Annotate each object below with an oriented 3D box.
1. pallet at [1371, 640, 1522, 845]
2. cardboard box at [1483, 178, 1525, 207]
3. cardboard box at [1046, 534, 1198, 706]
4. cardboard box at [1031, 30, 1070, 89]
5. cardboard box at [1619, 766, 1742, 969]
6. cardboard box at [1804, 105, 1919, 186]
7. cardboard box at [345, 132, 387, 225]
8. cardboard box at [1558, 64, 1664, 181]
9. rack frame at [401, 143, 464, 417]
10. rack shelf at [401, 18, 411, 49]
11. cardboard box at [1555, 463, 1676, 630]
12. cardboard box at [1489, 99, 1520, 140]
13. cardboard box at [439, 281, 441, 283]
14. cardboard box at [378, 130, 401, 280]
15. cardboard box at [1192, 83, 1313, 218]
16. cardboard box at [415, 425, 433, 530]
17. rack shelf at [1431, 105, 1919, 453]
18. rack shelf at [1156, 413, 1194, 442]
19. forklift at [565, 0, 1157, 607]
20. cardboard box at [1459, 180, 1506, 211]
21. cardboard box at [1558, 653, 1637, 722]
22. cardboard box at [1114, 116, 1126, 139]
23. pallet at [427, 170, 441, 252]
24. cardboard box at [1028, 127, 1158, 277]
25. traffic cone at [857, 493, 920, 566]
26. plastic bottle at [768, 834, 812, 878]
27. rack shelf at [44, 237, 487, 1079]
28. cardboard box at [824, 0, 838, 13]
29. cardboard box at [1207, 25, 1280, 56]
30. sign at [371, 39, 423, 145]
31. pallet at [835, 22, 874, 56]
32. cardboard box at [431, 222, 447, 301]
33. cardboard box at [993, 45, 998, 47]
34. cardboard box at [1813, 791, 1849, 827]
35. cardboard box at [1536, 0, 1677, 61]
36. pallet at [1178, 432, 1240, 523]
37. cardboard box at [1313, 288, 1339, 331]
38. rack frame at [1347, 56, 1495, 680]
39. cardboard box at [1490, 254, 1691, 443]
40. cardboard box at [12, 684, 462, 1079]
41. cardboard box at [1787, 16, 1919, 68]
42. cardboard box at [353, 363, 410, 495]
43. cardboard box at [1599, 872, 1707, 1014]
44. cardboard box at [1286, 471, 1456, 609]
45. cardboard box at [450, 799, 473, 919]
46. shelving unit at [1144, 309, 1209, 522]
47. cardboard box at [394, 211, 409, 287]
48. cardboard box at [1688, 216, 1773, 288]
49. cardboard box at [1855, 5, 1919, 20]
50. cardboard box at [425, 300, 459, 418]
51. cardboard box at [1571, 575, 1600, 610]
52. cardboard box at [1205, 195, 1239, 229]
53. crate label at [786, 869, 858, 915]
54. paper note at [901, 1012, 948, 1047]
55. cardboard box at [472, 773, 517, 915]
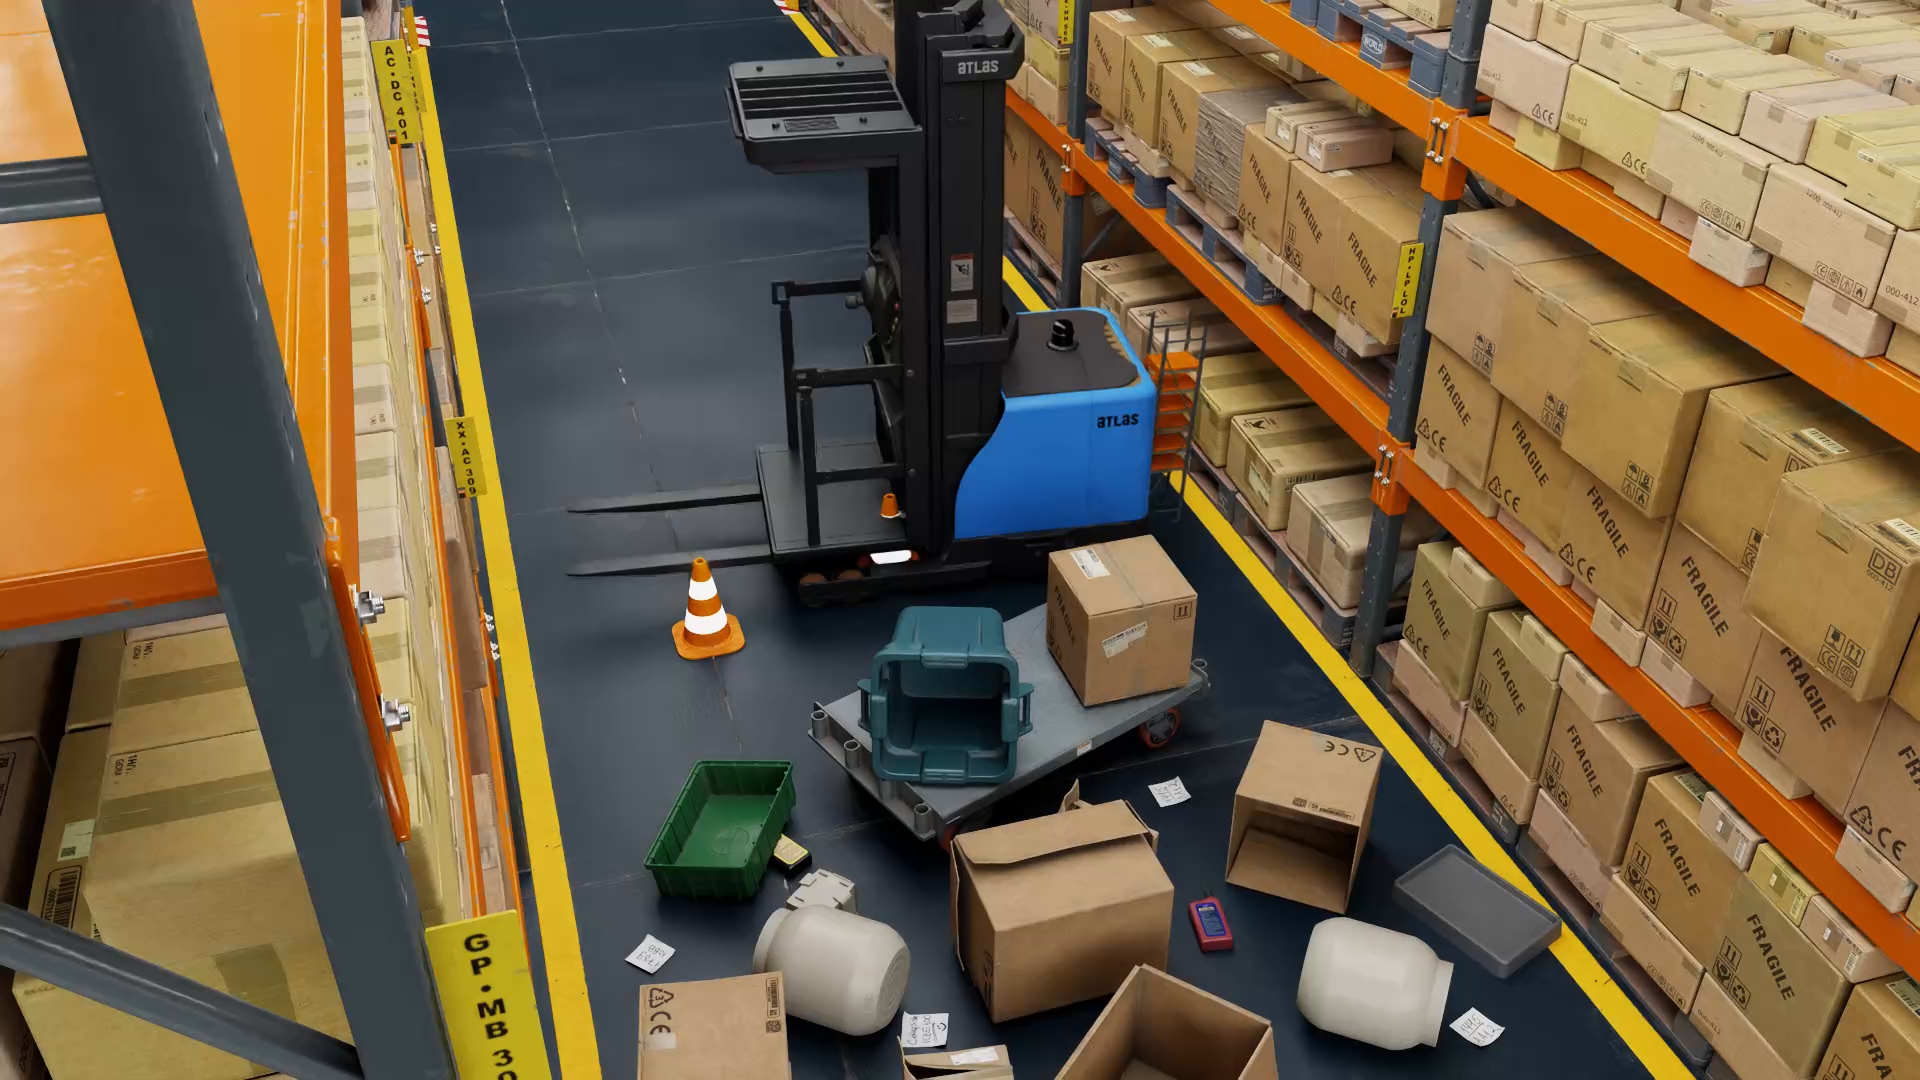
[{"bbox_3d":[2.632,0.819,7.639,1.003,0.211,1.213,-10,35,-15],"label":"pallet"},{"bbox_3d":[2.586,-1.609,7.454,0.380,0.149,0.250,-10,35,-15],"label":"cardboard box"},{"bbox_3d":[0.707,0.351,7.398,0.500,0.500,0.500,-10,35,-15],"label":"cardboard box"},{"bbox_3d":[0.783,-3.149,10.797,0.500,0.250,0.500,-10,35,-15],"label":"cardboard box"},{"bbox_3d":[2.811,1.152,6.039,0.500,0.500,0.500,-11,35,-16],"label":"cardboard box"},{"bbox_3d":[2.731,-1.148,4.870,0.380,0.149,0.250,-9,35,-14],"label":"cardboard box"},{"bbox_3d":[-1.565,-0.832,3.920,0.380,0.149,0.250,-10,35,-15],"label":"cardboard box"},{"bbox_3d":[2.433,-1.458,5.700,0.500,0.250,0.500,-10,35,-15],"label":"cardboard box"},{"bbox_3d":[-3.510,-1.906,9.233,1.000,3.000,0.127,-10,35,-15],"label":"rack frame"},{"bbox_3d":[-5.341,-4.756,14.198,1.077,0.370,4.000,-10,35,-15],"label":"rack shelf"},{"bbox_3d":[2.578,-0.054,6.069,0.500,0.500,0.500,-10,35,-15],"label":"cardboard box"},{"bbox_3d":[2.253,-1.631,6.324,0.380,0.149,0.250,-11,35,-15],"label":"cardboard box"},{"bbox_3d":[-3.490,-1.754,10.209,0.500,0.250,0.500,-12,35,-17],"label":"cardboard box"},{"bbox_3d":[-1.742,-0.855,4.316,0.500,0.250,0.500,-10,35,-15],"label":"cardboard box"},{"bbox_3d":[1.569,-2.043,8.699,0.500,0.500,0.500,-11,35,-17],"label":"cardboard box"},{"bbox_3d":[-1.333,-0.099,3.534,0.380,0.149,0.250,-10,35,-14],"label":"cardboard box"},{"bbox_3d":[3.003,-0.593,5.177,1.077,0.370,4.000,-10,35,-15],"label":"rack shelf"},{"bbox_3d":[1.105,-0.606,8.965,0.258,0.103,0.180,-7,34,-17],"label":"rack shelf"},{"bbox_3d":[-0.566,-1.197,8.223,3.031,2.935,1.130,-6,34,-9],"label":"forklift"},{"bbox_3d":[2.523,-1.327,7.615,0.500,0.500,0.500,-9,35,-14],"label":"cardboard box"},{"bbox_3d":[2.540,0.539,6.378,0.380,0.149,0.250,-8,34,-12],"label":"cardboard box"},{"bbox_3d":[1.149,-2.506,9.988,0.380,0.149,0.250,-12,35,-18],"label":"cardboard box"},{"bbox_3d":[-4.492,-2.434,12.562,1.003,0.211,1.213,-10,35,-15],"label":"pallet"},{"bbox_3d":[1.041,-2.457,11.613,0.875,0.875,0.875,-10,35,-15],"label":"cardboard box"},{"bbox_3d":[-0.359,-0.033,8.699,0.336,0.463,0.334,-10,35,-15],"label":"traffic cone"},{"bbox_3d":[-0.769,1.311,7.029,0.283,0.061,0.133,27,42,34],"label":"plastic bottle"},{"bbox_3d":[-1.680,0.293,3.837,1.077,0.370,4.000,-10,35,-15],"label":"rack shelf"},{"bbox_3d":[-0.971,-5.768,17.021,0.875,0.438,0.875,-11,35,-16],"label":"cardboard box"},{"bbox_3d":[1.744,-2.671,9.649,0.500,0.500,0.500,-11,35,-15],"label":"cardboard box"},{"bbox_3d":[-1.762,-1.400,5.206,0.100,0.325,0.005,-10,35,-15],"label":"sign"},{"bbox_3d":[-0.581,-4.782,16.115,1.003,0.211,1.213,-10,35,-15],"label":"pallet"},{"bbox_3d":[-3.640,-1.716,10.832,0.500,0.500,0.500,-10,35,-14],"label":"cardboard box"},{"bbox_3d":[0.462,-3.483,11.756,0.500,0.250,0.500,-10,35,-15],"label":"cardboard box"},{"bbox_3d":[3.003,0.813,5.347,0.380,0.149,0.250,-10,35,-14],"label":"cardboard box"},{"bbox_3d":[2.285,-1.819,5.885,0.380,0.149,0.250,-9,35,-13],"label":"cardboard box"},{"bbox_3d":[1.778,-0.578,9.753,1.003,0.211,1.213,-10,35,-15],"label":"pallet"},{"bbox_3d":[1.909,-1.127,7.901,0.380,0.149,0.250,-11,35,-16],"label":"cardboard box"},{"bbox_3d":[2.393,-0.691,7.395,1.000,3.000,0.127,-10,35,-15],"label":"rack frame"},{"bbox_3d":[2.456,-0.735,6.193,0.700,0.500,0.500,-10,35,-14],"label":"cardboard box"},{"bbox_3d":[-0.973,0.468,2.314,0.500,0.250,0.500,-10,35,-15],"label":"cardboard box"},{"bbox_3d":[3.048,-1.651,5.632,0.380,0.149,0.250,-9,35,-13],"label":"cardboard box"},{"bbox_3d":[-1.178,-0.165,2.910,0.380,0.149,0.250,-11,35,-16],"label":"cardboard box"},{"bbox_3d":[2.795,1.455,6.261,0.500,0.250,0.500,-11,35,-16],"label":"cardboard box"},{"bbox_3d":[2.231,-0.045,8.419,0.950,0.372,0.625,-10,35,-14],"label":"cardboard box"},{"bbox_3d":[-0.948,0.563,2.532,0.380,0.149,0.250,-10,35,-14],"label":"cardboard box"},{"bbox_3d":[1.108,-0.643,8.941,0.258,1.200,0.189,-7,34,-17],"label":"shelving unit"},{"bbox_3d":[-1.717,-0.764,4.540,0.380,0.149,0.250,-9,35,-14],"label":"cardboard box"},{"bbox_3d":[2.564,-0.941,5.280,0.380,0.149,0.250,-11,35,-16],"label":"cardboard box"},{"bbox_3d":[5.993,-3.318,10.691,0.380,0.149,0.250,-10,35,-14],"label":"cardboard box"},{"bbox_3d":[-2.499,-0.697,7.312,0.500,0.500,0.500,-10,35,-15],"label":"cardboard box"},{"bbox_3d":[2.574,0.162,6.332,0.380,0.149,0.250,-10,35,-15],"label":"cardboard box"},{"bbox_3d":[1.542,-1.803,8.924,0.380,0.149,0.250,-9,34,-13],"label":"cardboard box"},{"bbox_3d":[-0.560,1.470,6.720,0.250,0.136,0.298,19,38,26],"label":"crate label"},{"bbox_3d":[-0.133,1.841,6.262,0.172,0.023,0.155,1,33,2],"label":"paper note"},{"bbox_3d":[-1.444,0.990,3.735,0.875,0.550,0.550,-10,35,-15],"label":"cardboard box"}]
